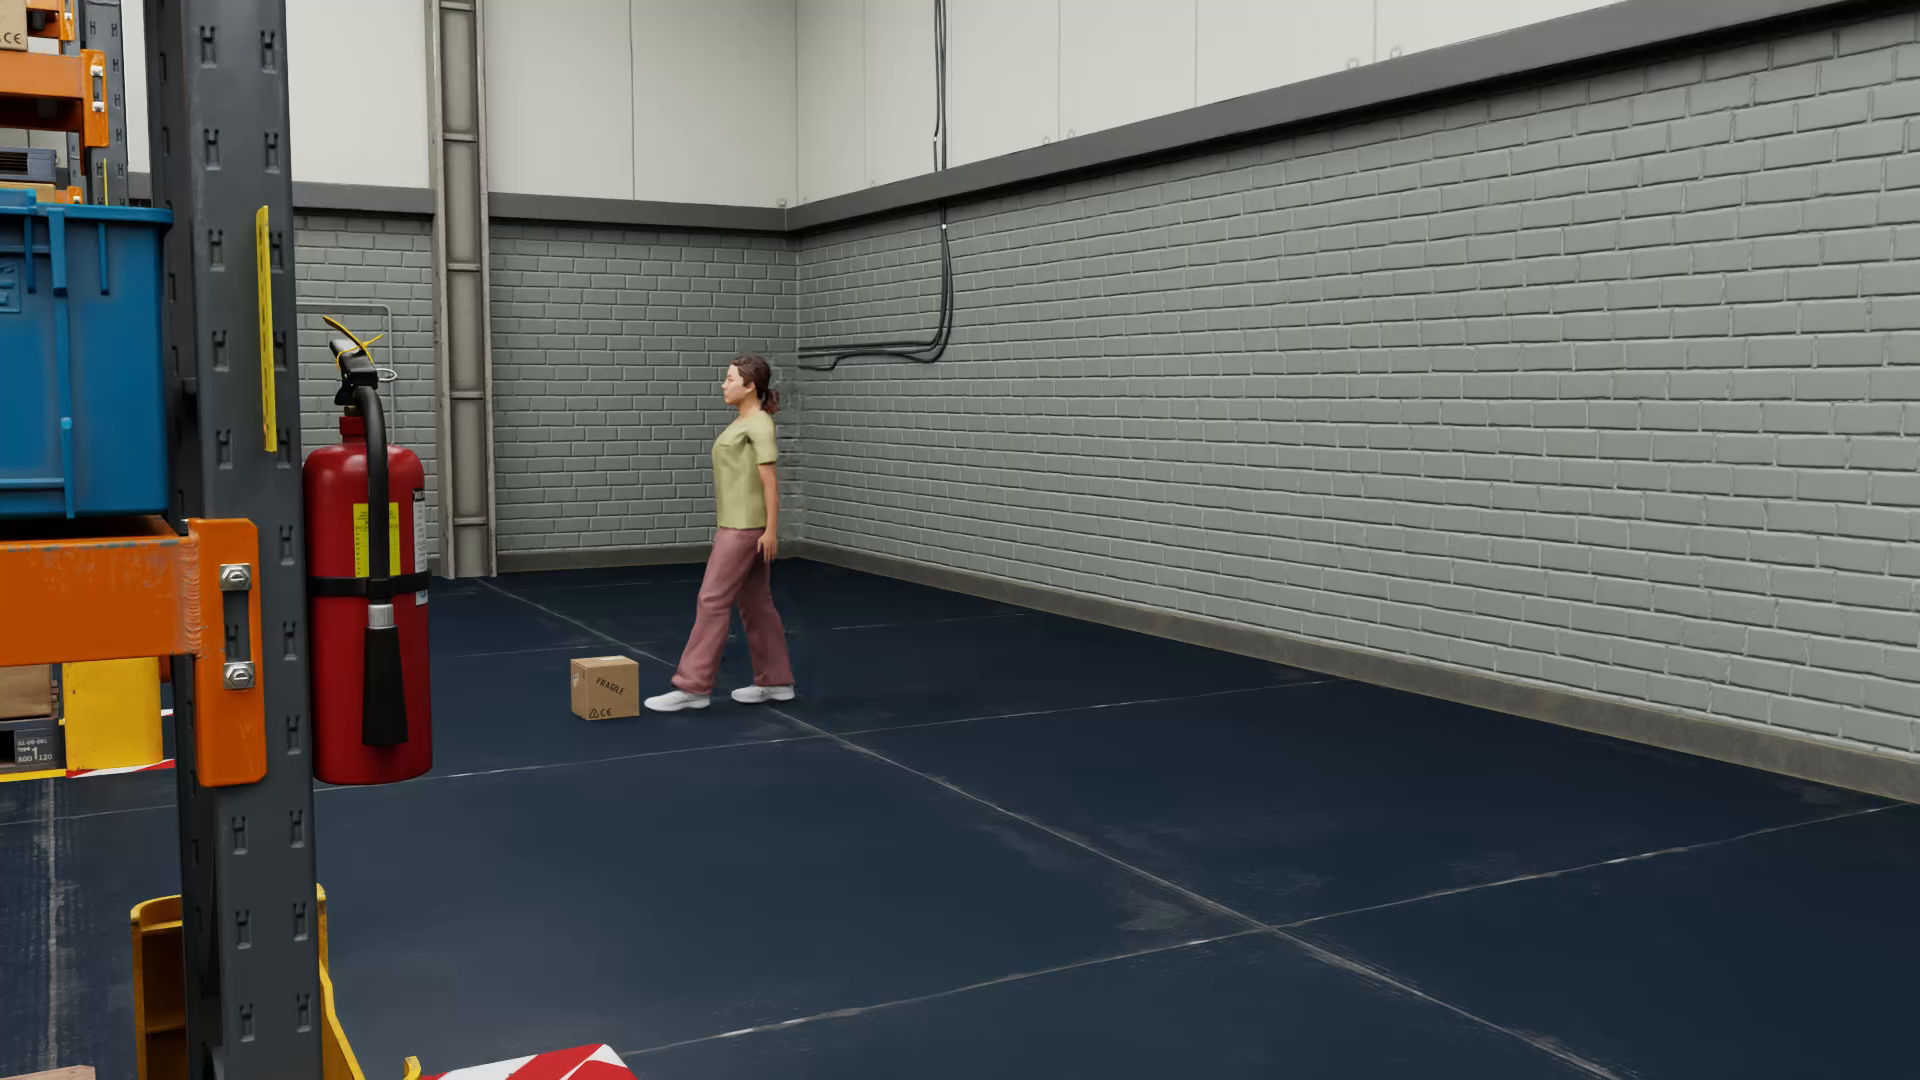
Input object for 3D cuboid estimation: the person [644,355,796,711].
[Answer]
[{"bbox_3d":[-1.140,-0.040,7.843,0.735,1.656,0.447,-1,5,-15],"label":"person"}]
